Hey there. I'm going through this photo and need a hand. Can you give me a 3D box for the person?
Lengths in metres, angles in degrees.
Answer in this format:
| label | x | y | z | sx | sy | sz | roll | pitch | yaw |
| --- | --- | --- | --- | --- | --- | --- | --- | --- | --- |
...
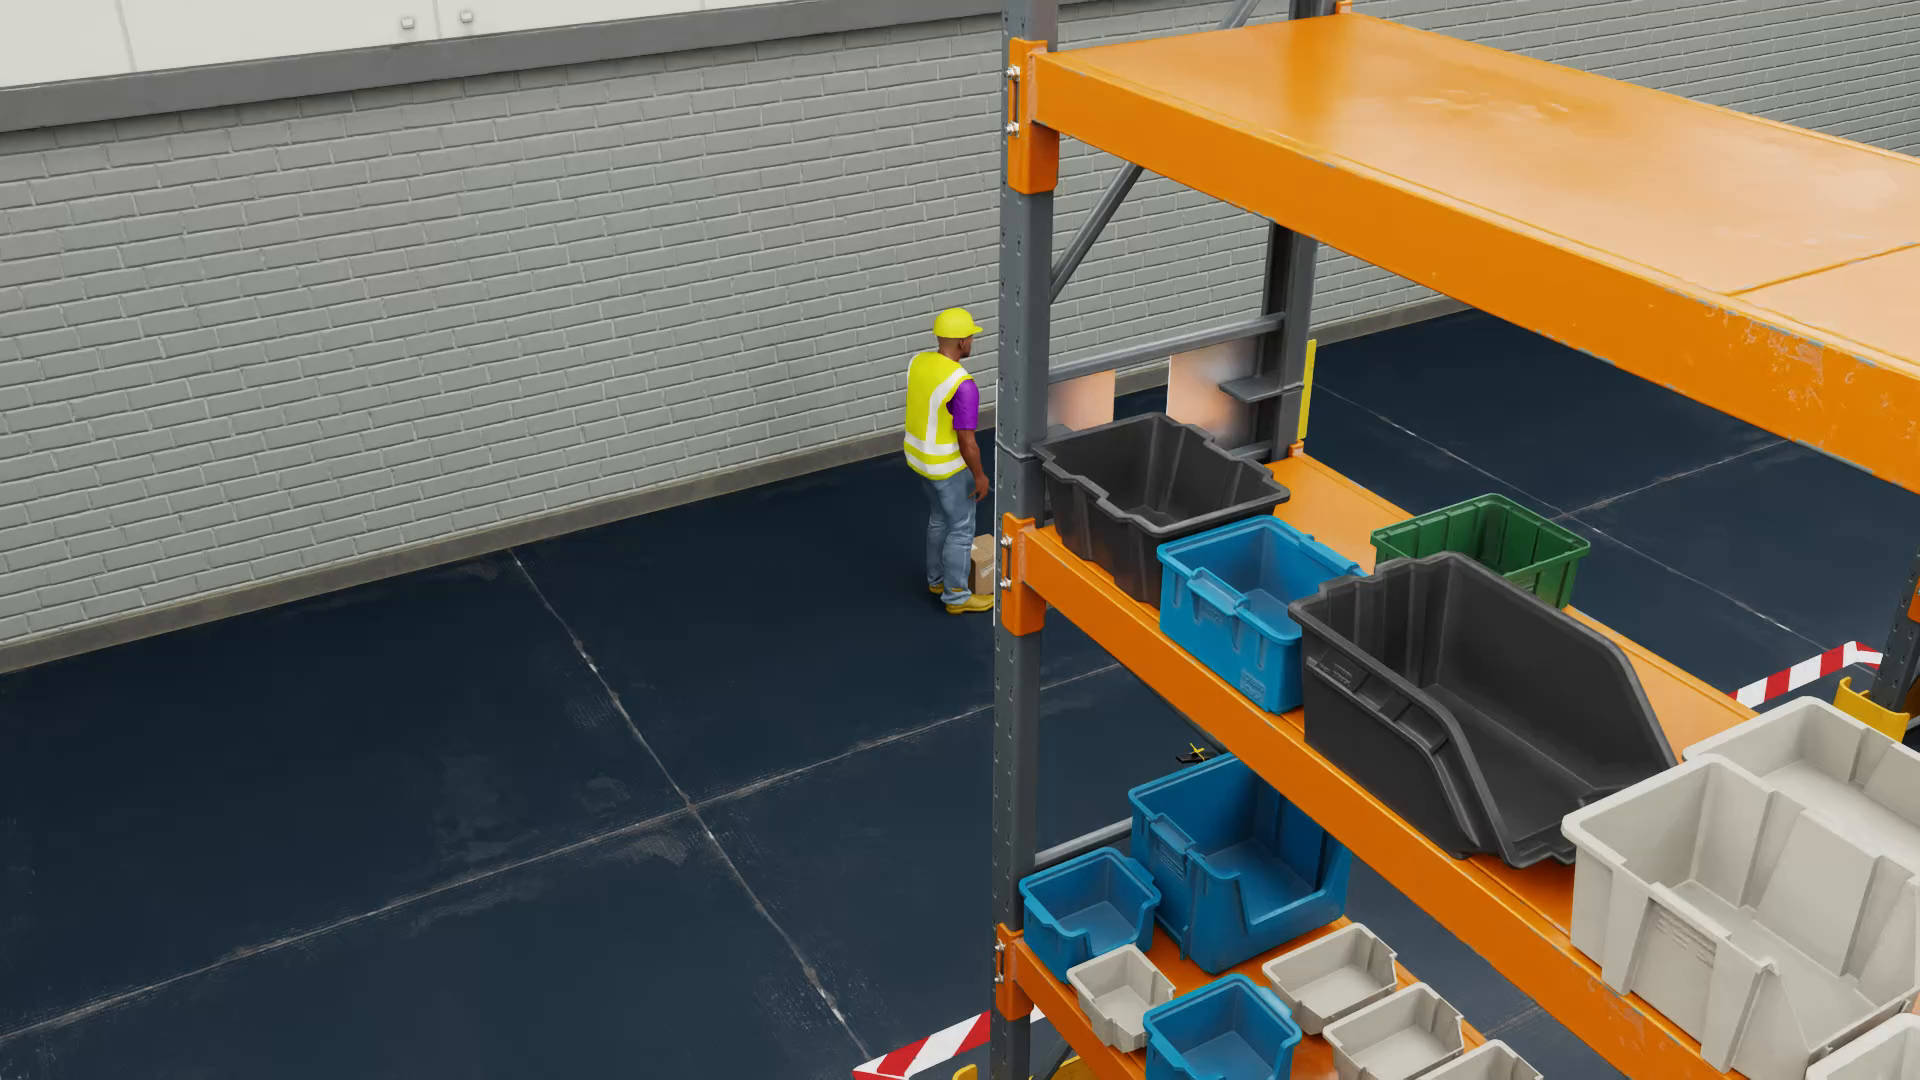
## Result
| label | x | y | z | sx | sy | sz | roll | pitch | yaw |
| --- | --- | --- | --- | --- | --- | --- | --- | --- | --- |
| person | -0.067 | -0.454 | 9.369 | 0.454 | 1.761 | 0.636 | -18 | 33 | -29 |
